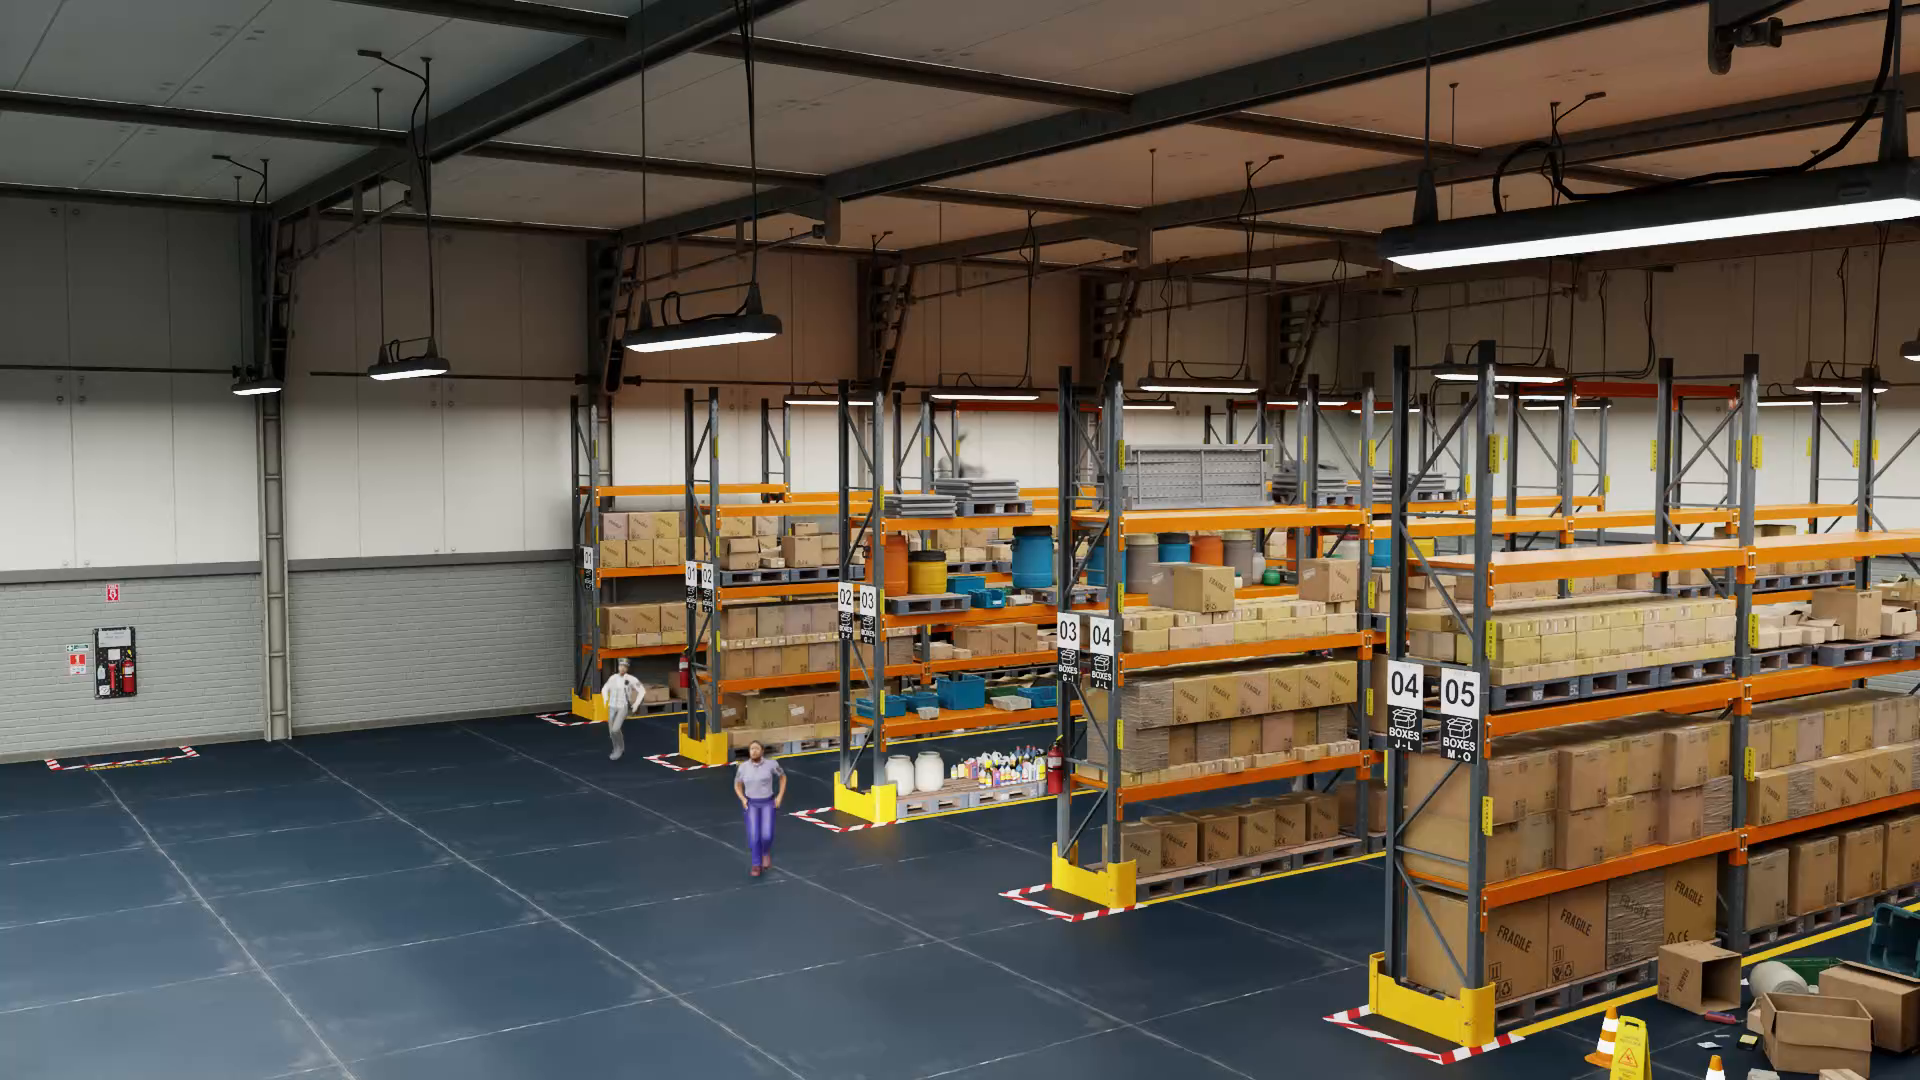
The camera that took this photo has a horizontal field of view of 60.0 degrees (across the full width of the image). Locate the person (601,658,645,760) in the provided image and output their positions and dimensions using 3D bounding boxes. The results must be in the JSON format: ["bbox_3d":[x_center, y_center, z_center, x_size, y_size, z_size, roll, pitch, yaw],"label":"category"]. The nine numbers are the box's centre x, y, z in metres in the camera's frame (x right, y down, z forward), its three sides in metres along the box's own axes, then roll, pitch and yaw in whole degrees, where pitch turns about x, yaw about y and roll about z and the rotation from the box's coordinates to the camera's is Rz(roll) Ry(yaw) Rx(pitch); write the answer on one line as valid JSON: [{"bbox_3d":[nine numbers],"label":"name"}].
[{"bbox_3d":[-5.473,2.723,26.823,0.688,1.656,0.567,1,4,14],"label":"person"}]

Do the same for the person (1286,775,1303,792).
[{"bbox_3d":[4.782,2.922,23.694,0.556,1.625,0.549,3,5,42],"label":"person"}]

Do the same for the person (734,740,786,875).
[{"bbox_3d":[-2.381,3.180,19.722,0.616,1.609,0.508,0,3,-1],"label":"person"}]
